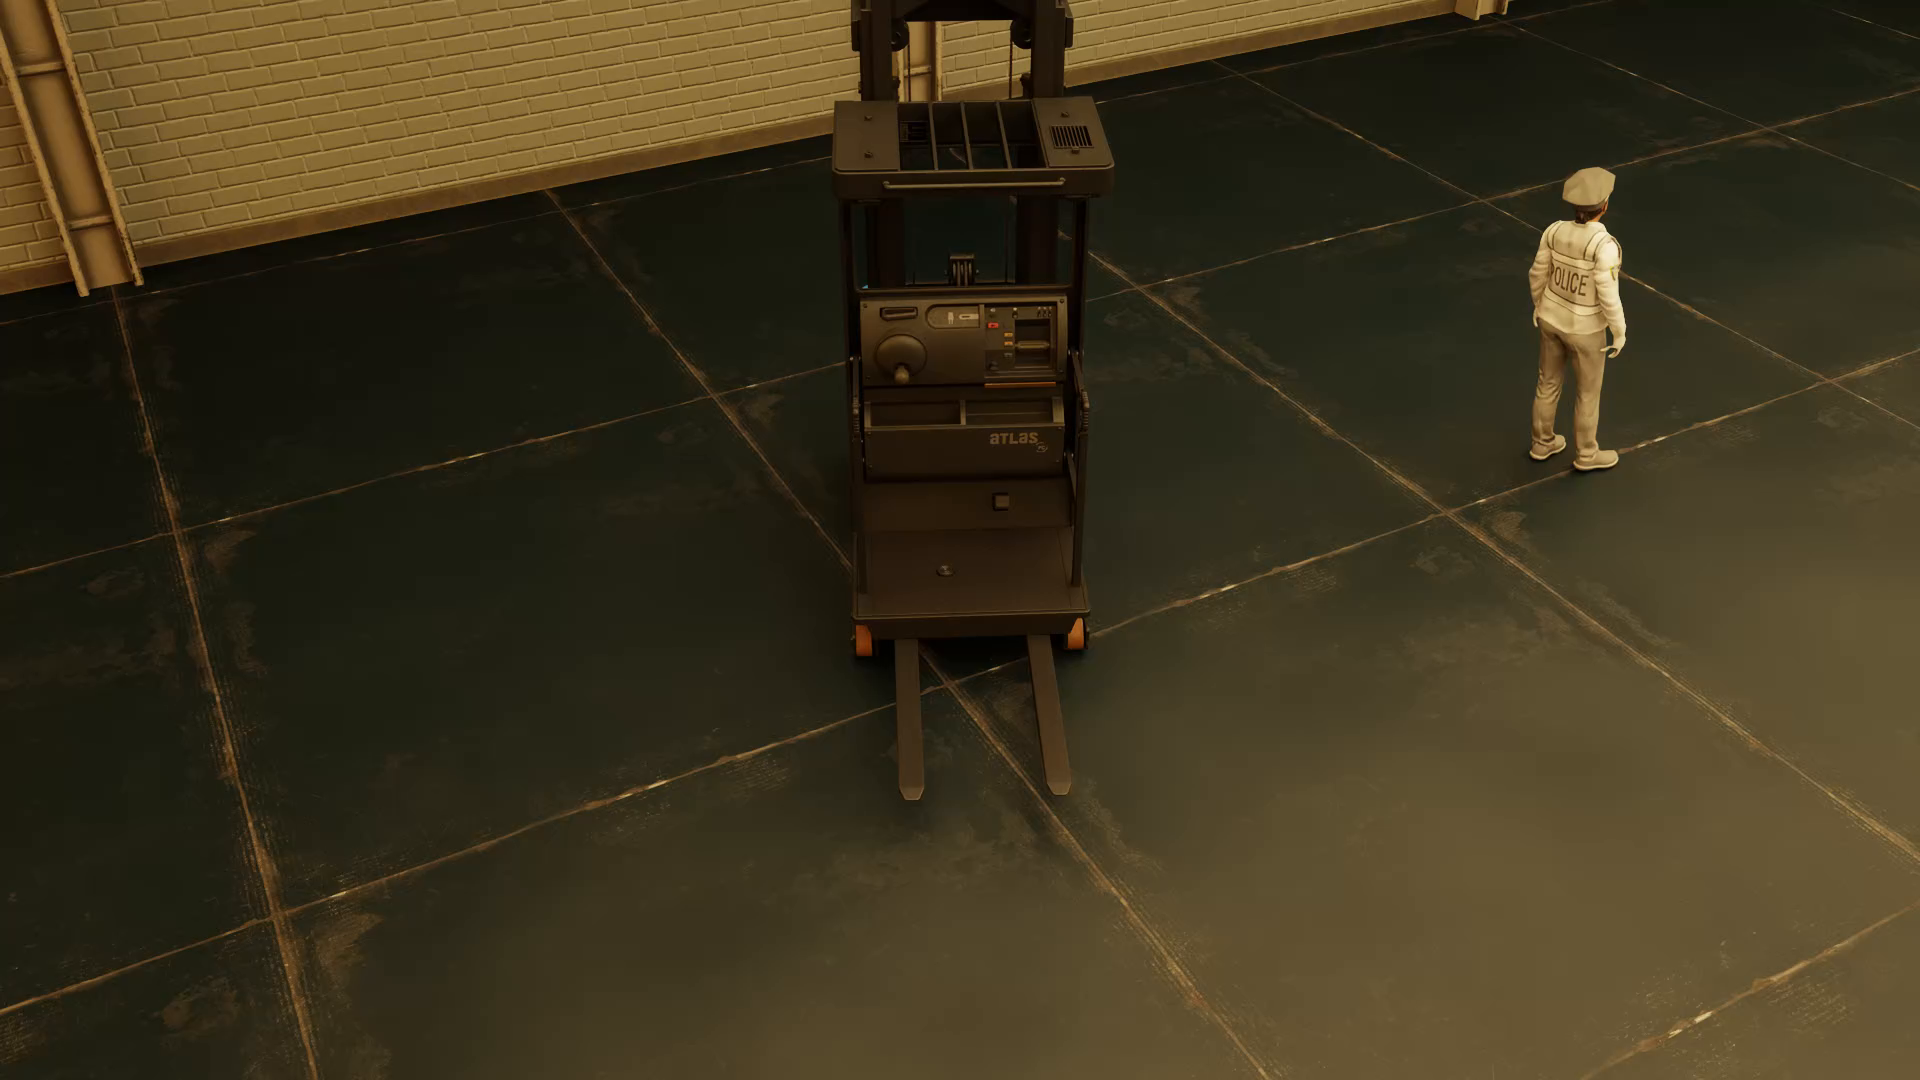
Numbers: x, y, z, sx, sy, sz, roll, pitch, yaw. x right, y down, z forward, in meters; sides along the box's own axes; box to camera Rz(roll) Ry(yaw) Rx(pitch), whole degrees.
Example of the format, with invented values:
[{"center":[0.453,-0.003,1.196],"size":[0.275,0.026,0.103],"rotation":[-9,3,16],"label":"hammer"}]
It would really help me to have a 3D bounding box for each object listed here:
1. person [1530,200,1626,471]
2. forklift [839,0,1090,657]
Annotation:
[{"center":[3.328,-1.154,8.861],"size":[0.489,1.640,0.568],"rotation":[-22,41,-28],"label":"person"},{"center":[0.004,-1.125,7.770],"size":[1.129,2.867,1.939],"rotation":[-2,35,-2],"label":"forklift"}]
